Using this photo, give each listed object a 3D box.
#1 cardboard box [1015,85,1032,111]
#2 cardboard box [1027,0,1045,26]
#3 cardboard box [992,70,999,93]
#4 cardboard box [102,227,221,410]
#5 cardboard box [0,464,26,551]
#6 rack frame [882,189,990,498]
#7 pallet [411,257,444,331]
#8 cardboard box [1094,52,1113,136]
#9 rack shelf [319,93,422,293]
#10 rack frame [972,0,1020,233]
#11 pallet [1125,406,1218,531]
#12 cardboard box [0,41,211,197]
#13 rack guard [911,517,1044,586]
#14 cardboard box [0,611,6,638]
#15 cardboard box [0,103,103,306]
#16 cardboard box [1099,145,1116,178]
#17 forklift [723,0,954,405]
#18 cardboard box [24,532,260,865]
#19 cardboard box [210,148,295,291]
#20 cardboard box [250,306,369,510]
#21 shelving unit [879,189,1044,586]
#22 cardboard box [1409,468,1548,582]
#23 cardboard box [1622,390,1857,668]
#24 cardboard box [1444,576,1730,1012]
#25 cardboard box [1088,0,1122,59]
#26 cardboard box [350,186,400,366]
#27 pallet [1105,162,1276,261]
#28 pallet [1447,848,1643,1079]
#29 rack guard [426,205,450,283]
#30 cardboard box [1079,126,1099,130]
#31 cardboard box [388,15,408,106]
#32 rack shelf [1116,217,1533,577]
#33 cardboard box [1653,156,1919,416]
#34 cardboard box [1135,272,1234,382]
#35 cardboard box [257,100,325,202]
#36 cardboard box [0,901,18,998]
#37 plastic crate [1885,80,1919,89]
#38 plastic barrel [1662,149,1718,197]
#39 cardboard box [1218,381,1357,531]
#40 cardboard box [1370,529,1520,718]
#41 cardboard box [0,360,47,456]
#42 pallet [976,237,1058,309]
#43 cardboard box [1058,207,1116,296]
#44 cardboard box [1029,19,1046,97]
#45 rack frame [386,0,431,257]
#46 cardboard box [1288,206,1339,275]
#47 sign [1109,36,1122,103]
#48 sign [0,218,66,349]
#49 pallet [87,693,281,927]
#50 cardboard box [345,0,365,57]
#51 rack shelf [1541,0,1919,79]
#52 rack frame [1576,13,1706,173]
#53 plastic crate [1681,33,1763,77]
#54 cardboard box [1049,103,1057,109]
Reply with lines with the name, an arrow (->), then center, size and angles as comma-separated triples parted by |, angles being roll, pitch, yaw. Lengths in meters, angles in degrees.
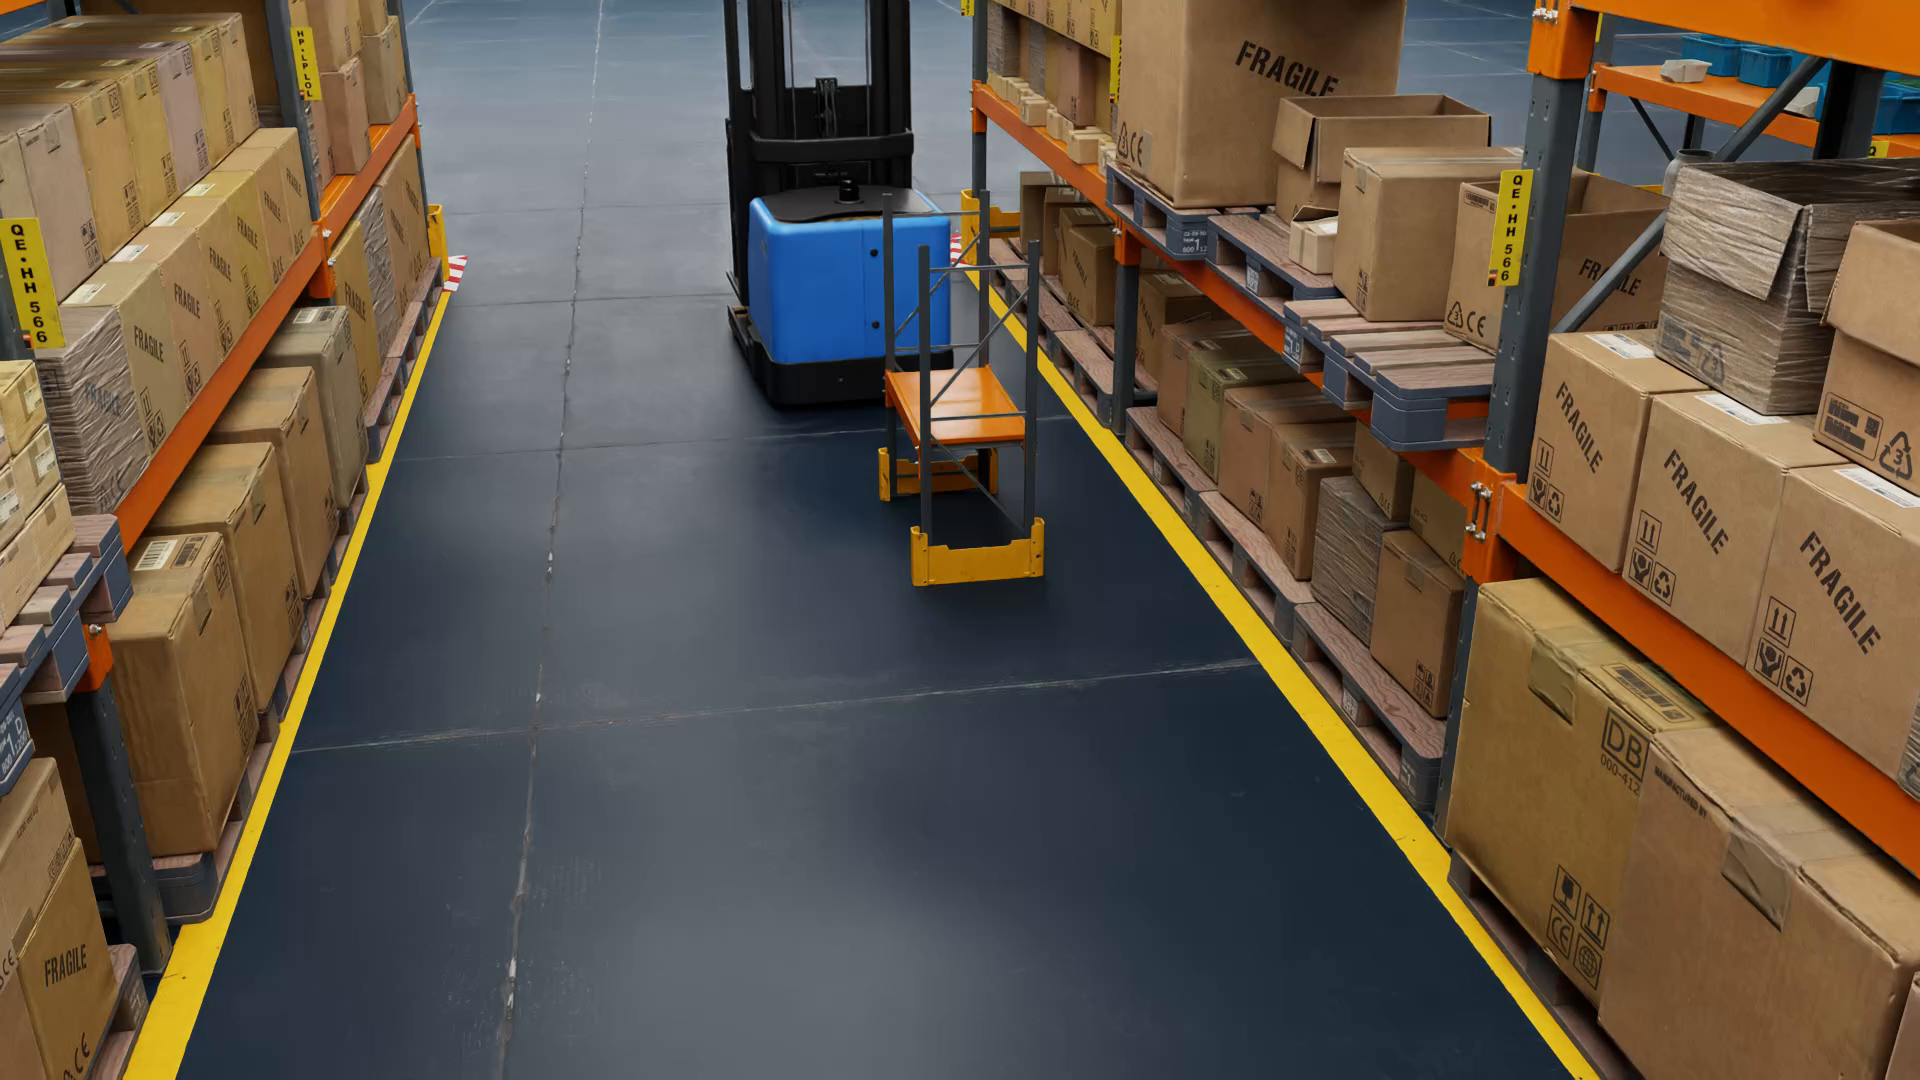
cardboard box -> 0.575, -2.926, 11.015 | 0.380, 0.149, 0.250 | -4, 24, -10
cardboard box -> 0.703, -3.379, 9.994 | 0.500, 0.500, 0.500 | -4, 24, -10
cardboard box -> 0.437, -3.221, 11.691 | 0.380, 0.149, 0.250 | -4, 24, -10
cardboard box -> -2.829, -0.732, 5.553 | 0.500, 0.500, 0.500 | -4, 24, -10
cardboard box -> -2.232, -0.040, 3.511 | 0.380, 0.149, 0.250 | -3, 24, -8
rack frame -> -0.110, -0.921, 7.984 | 0.500, 1.500, 0.032 | -4, 24, -10
pallet -> -4.077, -1.652, 11.268 | 1.003, 0.211, 1.213 | -4, 24, -10
cardboard box -> 1.251, -2.555, 9.356 | 0.875, 0.500, 0.500 | -4, 24, -10
rack shelf -> -3.932, -2.122, 9.759 | 1.077, 0.370, 4.000 | -4, 24, -10
rack frame -> 0.592, -3.566, 12.166 | 1.000, 3.000, 0.127 | -4, 24, -10
pallet -> 1.477, -0.408, 8.421 | 1.003, 0.211, 1.213 | -4, 24, -10
cardboard box -> -3.274, -1.573, 6.230 | 0.700, 0.500, 0.500 | -4, 24, -9
rack guard -> 0.078, 0.051, 7.320 | 0.587, 0.250, 0.087 | -4, 24, -10
cardboard box -> -2.187, 0.190, 3.356 | 0.380, 0.149, 0.250 | -4, 24, -9
cardboard box -> -2.990, -0.972, 4.853 | 0.700, 0.500, 0.500 | -5, 24, -11
cardboard box -> 0.966, -2.039, 8.984 | 0.380, 0.149, 0.250 | -4, 24, -10
forklift -> -0.895, -2.662, 10.182 | 1.130, 2.935, 3.031 | -6, 24, -13
cardboard box -> -2.846, 0.501, 5.142 | 1.050, 0.750, 0.750 | -5, 24, -10
cardboard box -> -3.109, -1.326, 6.914 | 0.500, 0.500, 0.500 | -5, 24, -10
cardboard box -> -3.359, -0.589, 7.637 | 1.050, 0.750, 0.750 | -4, 24, -10
shelving unit -> -0.014, -0.717, 7.518 | 0.587, 1.500, 1.083 | -4, 24, -10
cardboard box -> 1.918, -0.080, 5.822 | 0.500, 0.250, 0.500 | -3, 24, -8
cardboard box -> 1.991, -0.051, 3.993 | 0.500, 0.500, 0.500 | -5, 24, -11
cardboard box -> 2.178, 0.635, 4.677 | 1.225, 0.875, 0.875 | -5, 24, -12
cardboard box -> 0.978, -2.789, 8.643 | 0.500, 0.500, 0.500 | -4, 24, -10
cardboard box -> -3.780, -1.490, 9.545 | 0.875, 0.875, 0.875 | -4, 24, -9
pallet -> 1.330, -1.593, 7.889 | 1.003, 0.211, 1.213 | -4, 24, -10
pallet -> 2.143, 1.175, 4.796 | 1.003, 0.211, 1.213 | -4, 24, -10
rack guard -> -4.306, -2.102, 11.938 | 1.175, 0.500, 0.348 | -4, 24, -10
cardboard box -> 0.906, -2.340, 9.674 | 0.380, 0.149, 0.250 | -4, 24, -10
cardboard box -> -4.188, -3.164, 11.060 | 0.875, 0.550, 0.550 | -4, 24, -10
rack shelf -> 1.701, -0.876, 6.906 | 1.077, 0.370, 4.000 | -4, 24, -10
cardboard box -> 2.190, -0.636, 4.079 | 0.797, 0.503, 0.637 | -3, 24, -8
cardboard box -> 1.297, -1.199, 9.347 | 0.500, 0.500, 0.500 | -5, 24, -11
cardboard box -> -3.642, -1.878, 8.114 | 0.875, 0.550, 0.550 | -4, 24, -10
cardboard box -> -2.334, 0.965, 3.453 | 0.500, 0.250, 0.500 | -4, 24, -9
plastic crate -> 6.225, -2.816, 10.716 | 0.450, 0.188, 0.662 | -4, 24, -10
plastic barrel -> 5.656, -2.731, 12.839 | 0.421, 0.512, 0.421 | 0, 24, 0
cardboard box -> 1.597, -0.396, 7.483 | 0.700, 0.500, 0.500 | -6, 24, -14
cardboard box -> 1.927, 0.263, 5.973 | 0.700, 0.500, 0.500 | -6, 24, -13
cardboard box -> -2.281, -0.283, 3.695 | 0.380, 0.149, 0.250 | -5, 24, -12
pallet -> 0.721, -1.936, 11.918 | 1.003, 0.211, 1.213 | -4, 24, -10
cardboard box -> 0.932, -1.885, 10.917 | 0.500, 0.500, 0.500 | -2, 24, -5
cardboard box -> 0.927, -3.142, 10.699 | 0.875, 0.500, 0.500 | -4, 24, -10
rack frame -> -4.301, -3.238, 11.417 | 1.000, 3.000, 0.127 | -4, 24, -10
cardboard box -> 1.497, -1.186, 6.360 | 0.396, 0.266, 0.258 | -5, 24, -11
sign -> 0.800, -2.346, 8.291 | 0.100, 0.325, 0.005 | -4, 24, -10
sign -> -2.291, -0.630, 4.096 | 0.100, 0.325, 0.005 | -4, 24, -10
pallet -> -2.894, 0.871, 5.493 | 1.003, 0.211, 1.213 | -4, 24, -10
cardboard box -> -3.883, -3.014, 9.367 | 0.875, 0.550, 0.500 | -4, 24, -10
rack shelf -> 2.441, -0.677, 2.704 | 1.077, 0.370, 4.000 | -4, 24, -10
rack frame -> 5.459, -3.932, 13.005 | 1.000, 3.000, 0.127 | -4, 24, -10
plastic crate -> 5.846, -3.689, 12.635 | 0.499, 0.251, 0.616 | -4, 24, -10
cardboard box -> 0.769, -2.635, 10.349 | 0.380, 0.149, 0.250 | -4, 24, -10
